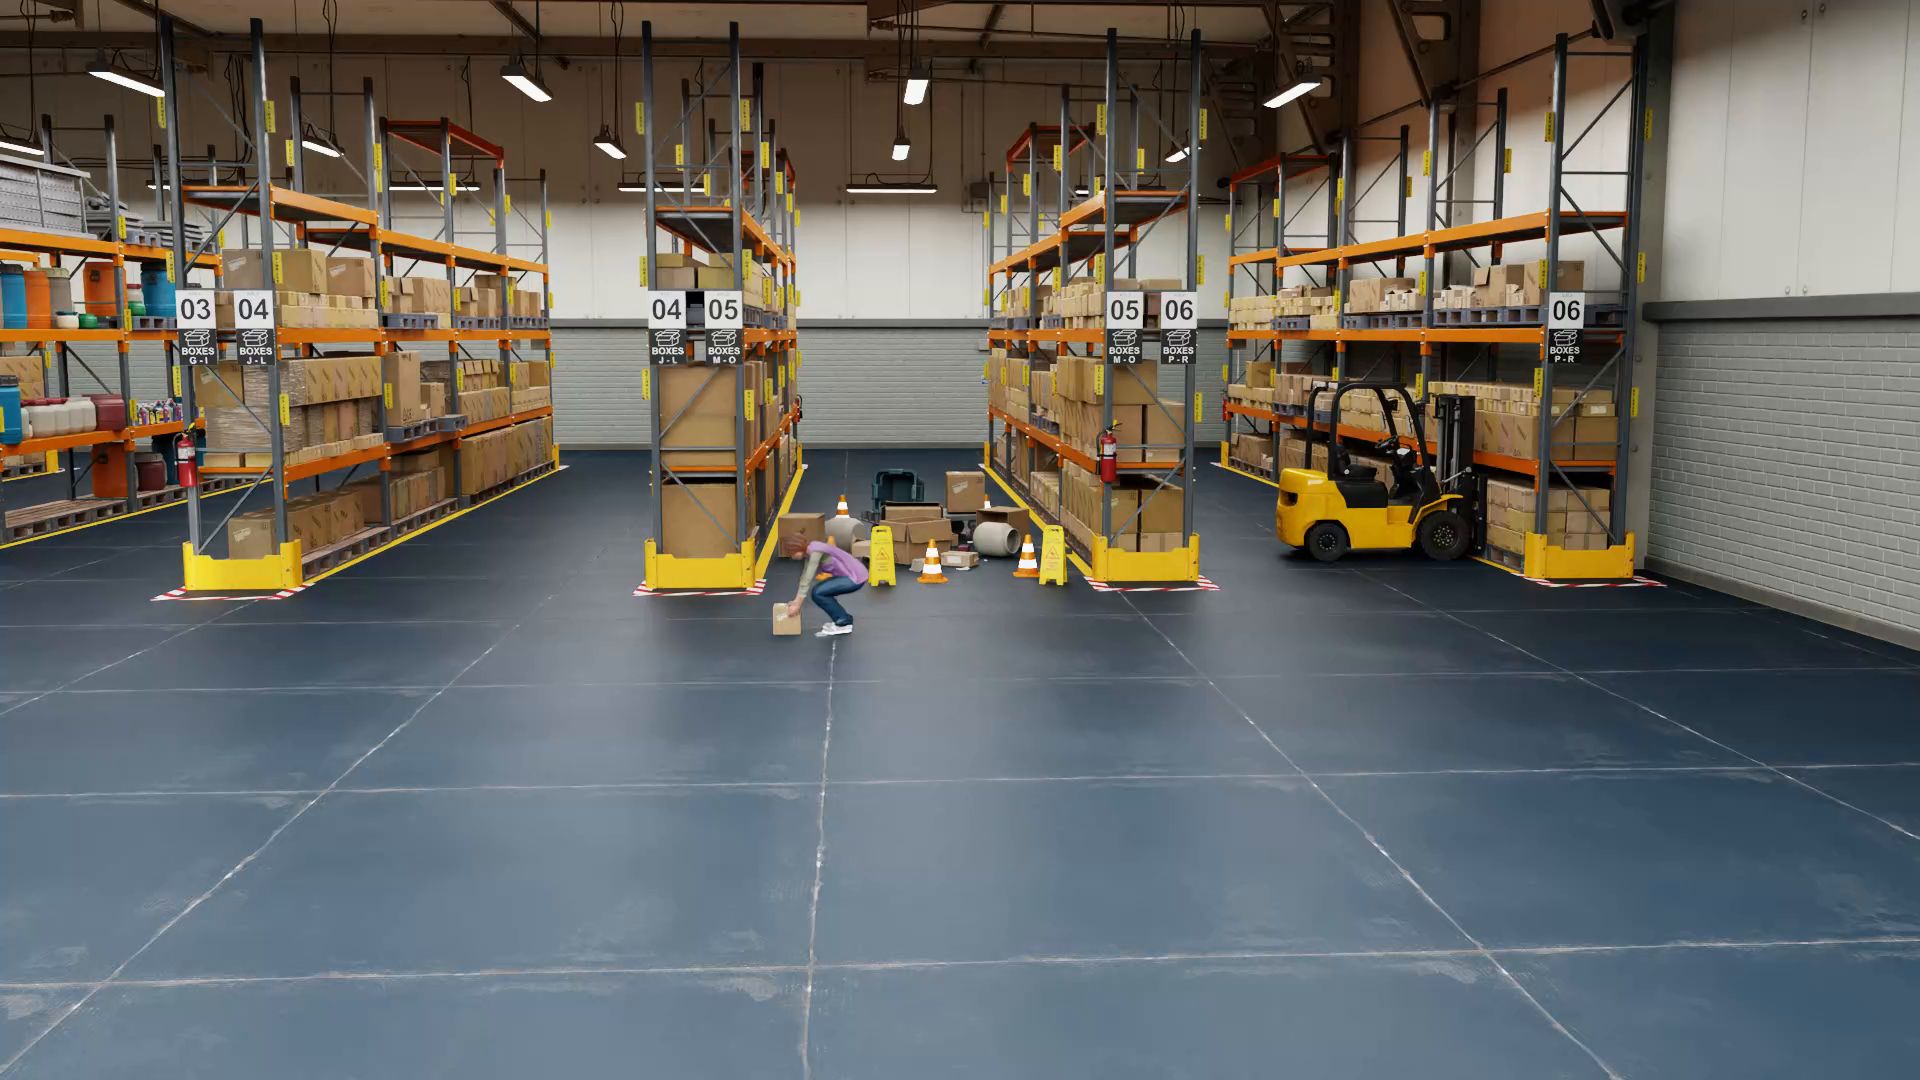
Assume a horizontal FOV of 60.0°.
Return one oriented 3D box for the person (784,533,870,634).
[{"bbox_3d":[-1.223,0.396,15.332,0.788,0.928,0.448,0,7,-4],"label":"person"}]
